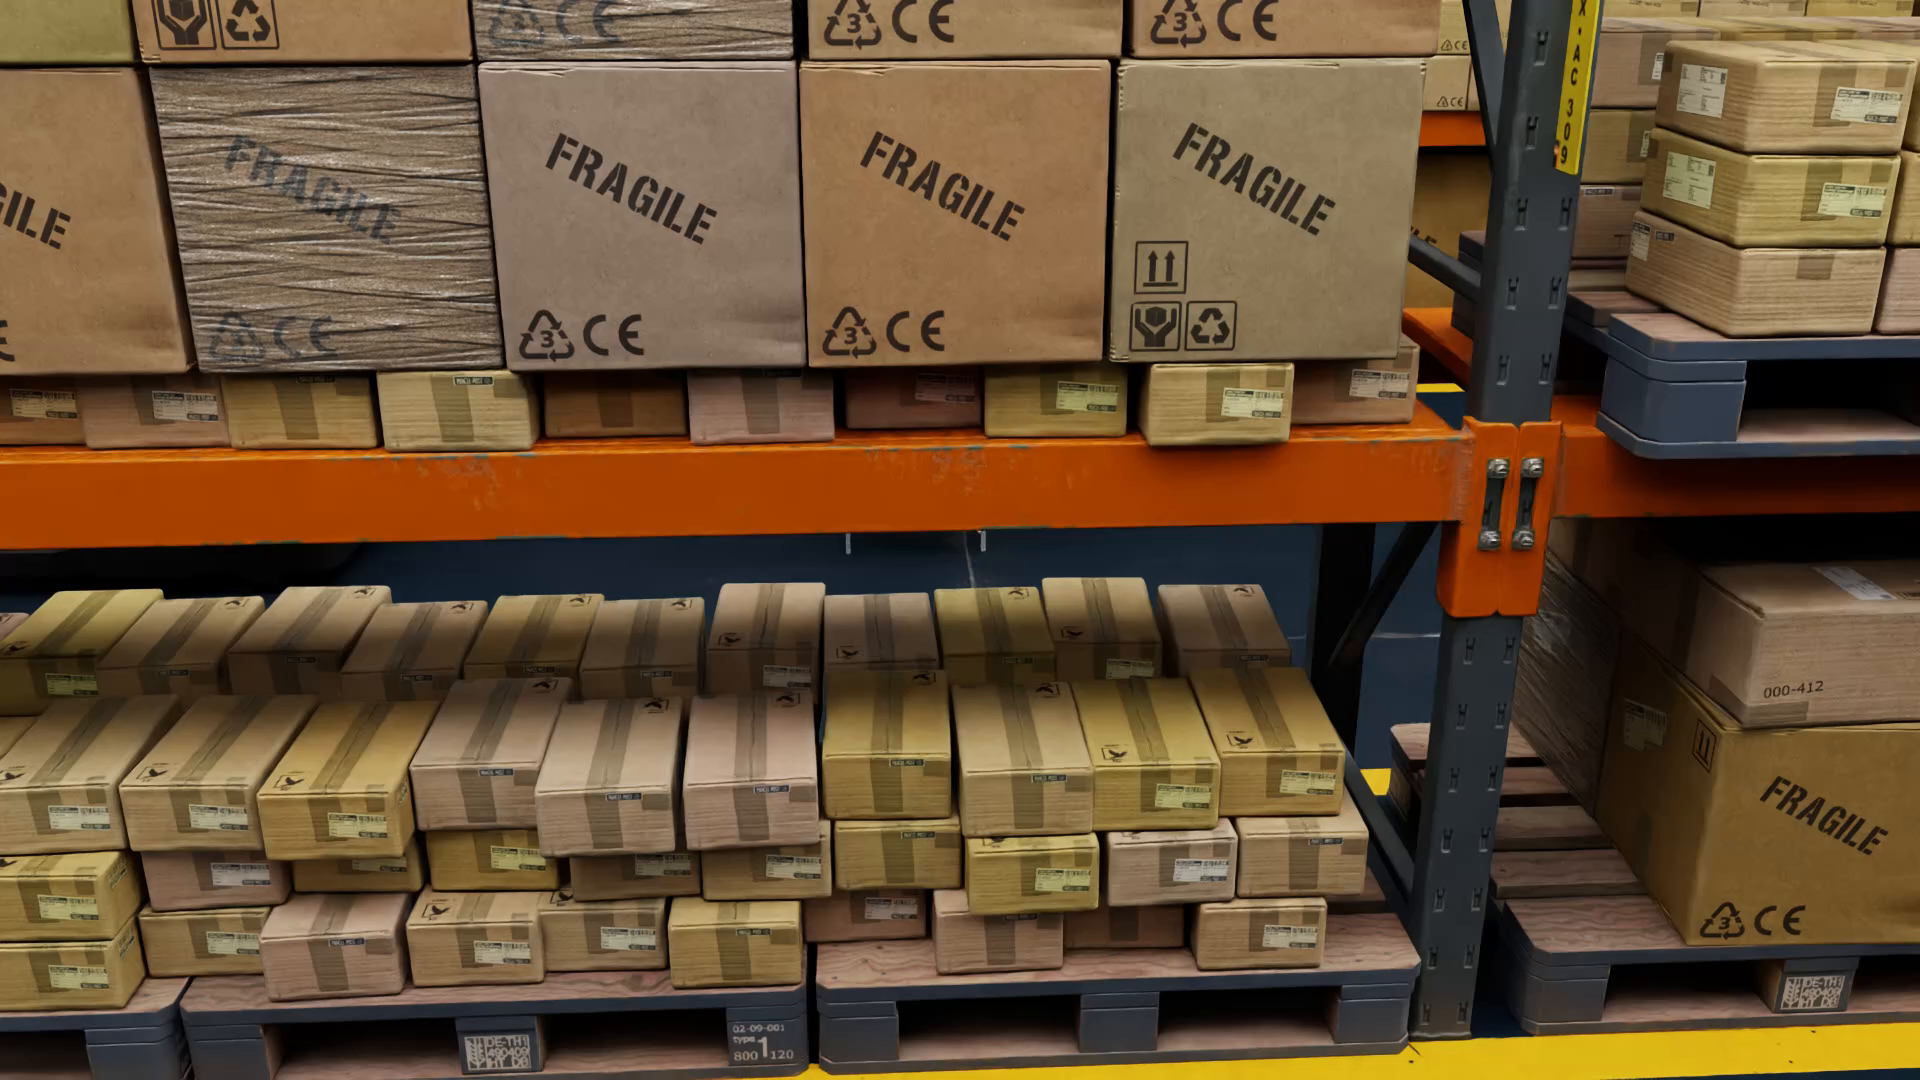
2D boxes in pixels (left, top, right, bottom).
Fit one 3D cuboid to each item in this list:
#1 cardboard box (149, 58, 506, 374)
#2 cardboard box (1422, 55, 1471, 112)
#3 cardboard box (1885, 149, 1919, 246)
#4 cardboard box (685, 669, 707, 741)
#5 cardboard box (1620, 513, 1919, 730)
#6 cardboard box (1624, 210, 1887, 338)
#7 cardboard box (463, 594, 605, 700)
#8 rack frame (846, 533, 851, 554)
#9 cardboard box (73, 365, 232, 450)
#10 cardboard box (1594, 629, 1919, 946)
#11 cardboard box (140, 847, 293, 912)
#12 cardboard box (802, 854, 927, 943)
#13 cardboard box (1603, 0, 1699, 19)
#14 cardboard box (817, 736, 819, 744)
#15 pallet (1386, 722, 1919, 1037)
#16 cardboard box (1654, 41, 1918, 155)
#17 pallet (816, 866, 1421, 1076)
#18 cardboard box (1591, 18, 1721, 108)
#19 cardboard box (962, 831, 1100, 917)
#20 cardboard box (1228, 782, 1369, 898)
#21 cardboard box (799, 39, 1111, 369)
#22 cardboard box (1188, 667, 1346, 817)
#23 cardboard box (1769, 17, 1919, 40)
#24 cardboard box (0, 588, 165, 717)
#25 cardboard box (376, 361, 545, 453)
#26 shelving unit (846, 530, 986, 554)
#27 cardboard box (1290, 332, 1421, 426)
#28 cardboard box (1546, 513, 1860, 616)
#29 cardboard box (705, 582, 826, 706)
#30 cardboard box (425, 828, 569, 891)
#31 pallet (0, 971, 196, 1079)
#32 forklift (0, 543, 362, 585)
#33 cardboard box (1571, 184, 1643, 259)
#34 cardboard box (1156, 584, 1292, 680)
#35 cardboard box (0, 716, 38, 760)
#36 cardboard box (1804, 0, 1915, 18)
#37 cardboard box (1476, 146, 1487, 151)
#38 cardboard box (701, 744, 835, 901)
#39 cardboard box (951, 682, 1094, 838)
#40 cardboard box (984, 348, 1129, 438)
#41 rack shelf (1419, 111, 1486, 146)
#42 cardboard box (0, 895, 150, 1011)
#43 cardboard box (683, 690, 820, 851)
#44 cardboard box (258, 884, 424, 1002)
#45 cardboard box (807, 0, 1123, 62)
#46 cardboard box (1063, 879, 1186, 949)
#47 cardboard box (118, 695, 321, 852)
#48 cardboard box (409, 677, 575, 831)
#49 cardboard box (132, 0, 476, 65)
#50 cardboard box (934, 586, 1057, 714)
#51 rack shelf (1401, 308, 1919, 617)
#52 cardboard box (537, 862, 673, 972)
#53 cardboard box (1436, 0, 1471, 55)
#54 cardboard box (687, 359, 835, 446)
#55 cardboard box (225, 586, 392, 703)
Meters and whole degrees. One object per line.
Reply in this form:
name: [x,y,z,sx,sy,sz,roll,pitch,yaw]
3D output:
cardboard box: [-1.040,-0.603,2.931,0.500,0.500,0.500,-2,21,-4]
cardboard box: [2.059,-2.167,7.808,0.500,0.250,0.500,-1,21,-3]
cardboard box: [1.637,-0.618,2.874,0.250,0.149,0.380,-2,21,-4]
cardboard box: [-0.711,0.380,3.906,0.250,0.149,0.380,-1,21,-3]
cardboard box: [1.712,0.150,3.379,0.500,0.250,0.500,-2,21,-5]
cardboard box: [1.378,-0.473,2.911,0.250,0.149,0.380,-2,21,-6]
cardboard box: [-0.959,0.264,3.792,0.250,0.149,0.380,-1,21,-3]
rack frame: [-0.409,-0.552,5.886,0.015,1.200,0.240,-1,21,-3]
cardboard box: [-1.398,-0.293,3.029,0.250,0.149,0.380,-2,21,-4]
cardboard box: [1.712,0.501,3.512,0.500,0.500,0.500,0,21,-1]
cardboard box: [-1.459,0.581,3.377,0.250,0.149,0.380,-2,21,-6]
cardboard box: [-0.208,0.681,3.532,0.250,0.149,0.380,-2,21,-4]
cardboard box: [3.078,-2.422,7.774,0.500,0.250,0.500,-2,21,-4]
cardboard box: [-0.451,0.549,3.879,0.250,0.149,0.380,-2,21,-5]
pallet: [1.736,0.737,3.889,1.213,0.211,1.003,-1,21,-3]
cardboard box: [1.378,-0.751,2.805,0.250,0.149,0.380,0,21,0]
pallet: [0.290,0.780,3.777,1.213,0.211,1.003,-1,21,-3]
cardboard box: [1.348,-0.984,3.417,0.250,0.149,0.380,0,21,-1]
cardboard box: [0.126,0.588,3.359,0.250,0.149,0.380,-2,21,-5]
cardboard box: [0.662,0.567,3.416,0.250,0.149,0.380,-1,21,-2]
cardboard box: [-0.027,-0.615,2.963,0.500,0.500,0.500,-2,21,-5]
cardboard box: [0.618,0.408,3.414,0.250,0.149,0.380,-1,21,-2]
cardboard box: [1.875,-0.995,3.444,0.250,0.149,0.380,-2,21,-5]
cardboard box: [-2.015,0.254,3.820,0.250,0.149,0.380,-2,21,-4]
cardboard box: [-0.870,-0.286,3.010,0.250,0.149,0.380,-1,21,-2]
shelving unit: [-0.165,-0.557,5.899,0.503,1.200,0.258,-1,21,-3]
cardboard box: [0.687,-0.344,3.161,0.250,0.149,0.380,-1,21,-4]
cardboard box: [1.688,-0.033,3.862,0.500,0.250,0.500,-2,21,-4]
cardboard box: [-0.443,0.238,3.860,0.250,0.149,0.380,-1,21,-2]
cardboard box: [-0.921,0.559,3.435,0.250,0.149,0.380,0,21,-1]
pallet: [-2.146,0.829,3.647,1.213,0.211,1.003,-1,21,-3]
forklift: [-3.630,-1.378,5.622,3.031,2.935,1.130,0,21,0]
cardboard box: [1.344,-0.707,3.525,0.250,0.149,0.380,-2,21,-4]
cardboard box: [0.603,0.242,3.851,0.250,0.149,0.380,0,21,-1]
cardboard box: [-1.965,0.492,3.195,0.250,0.149,0.380,-1,21,-3]
cardboard box: [4.100,-2.451,7.851,0.500,0.250,0.500,-1,21,-3]
cardboard box: [2.984,-1.590,8.476,0.875,0.875,0.875,-1,21,-2]
cardboard box: [-0.383,0.571,3.405,0.250,0.149,0.380,-1,21,-2]
cardboard box: [0.117,0.435,3.344,0.250,0.149,0.380,-1,21,-4]
cardboard box: [0.166,-0.315,3.087,0.250,0.149,0.380,0,21,-1]
rack shelf: [2.572,-2.011,8.197,4.000,0.370,1.077,-1,21,-3]
cardboard box: [-1.728,0.762,3.319,0.250,0.149,0.380,-1,21,-2]
cardboard box: [-0.411,0.451,3.302,0.250,0.149,0.380,-2,21,-6]
cardboard box: [-1.225,0.749,3.354,0.250,0.149,0.380,-2,21,-6]
cardboard box: [-0.011,-1.085,2.791,0.500,0.500,0.500,-2,21,-5]
cardboard box: [0.322,0.691,3.507,0.250,0.149,0.380,-1,21,-2]
cardboard box: [-1.445,0.455,3.291,0.250,0.149,0.380,0,21,-1]
cardboard box: [-0.934,0.427,3.365,0.250,0.149,0.380,-1,21,-3]
cardboard box: [-1.039,-1.063,2.734,0.500,0.500,0.500,-2,21,-5]
cardboard box: [0.075,0.249,3.832,0.250,0.149,0.380,-1,21,-4]
rack shelf: [2.955,-0.254,3.584,4.000,0.370,1.077,-1,21,-3]
cardboard box: [-0.711,0.718,3.437,0.250,0.149,0.380,-1,21,-2]
cardboard box: [2.055,-2.400,7.717,0.500,0.250,0.500,-1,21,-2]
cardboard box: [-0.363,-0.303,3.053,0.250,0.149,0.380,-2,21,-5]
cardboard box: [-1.488,0.246,3.841,0.250,0.149,0.380,0,21,-1]
